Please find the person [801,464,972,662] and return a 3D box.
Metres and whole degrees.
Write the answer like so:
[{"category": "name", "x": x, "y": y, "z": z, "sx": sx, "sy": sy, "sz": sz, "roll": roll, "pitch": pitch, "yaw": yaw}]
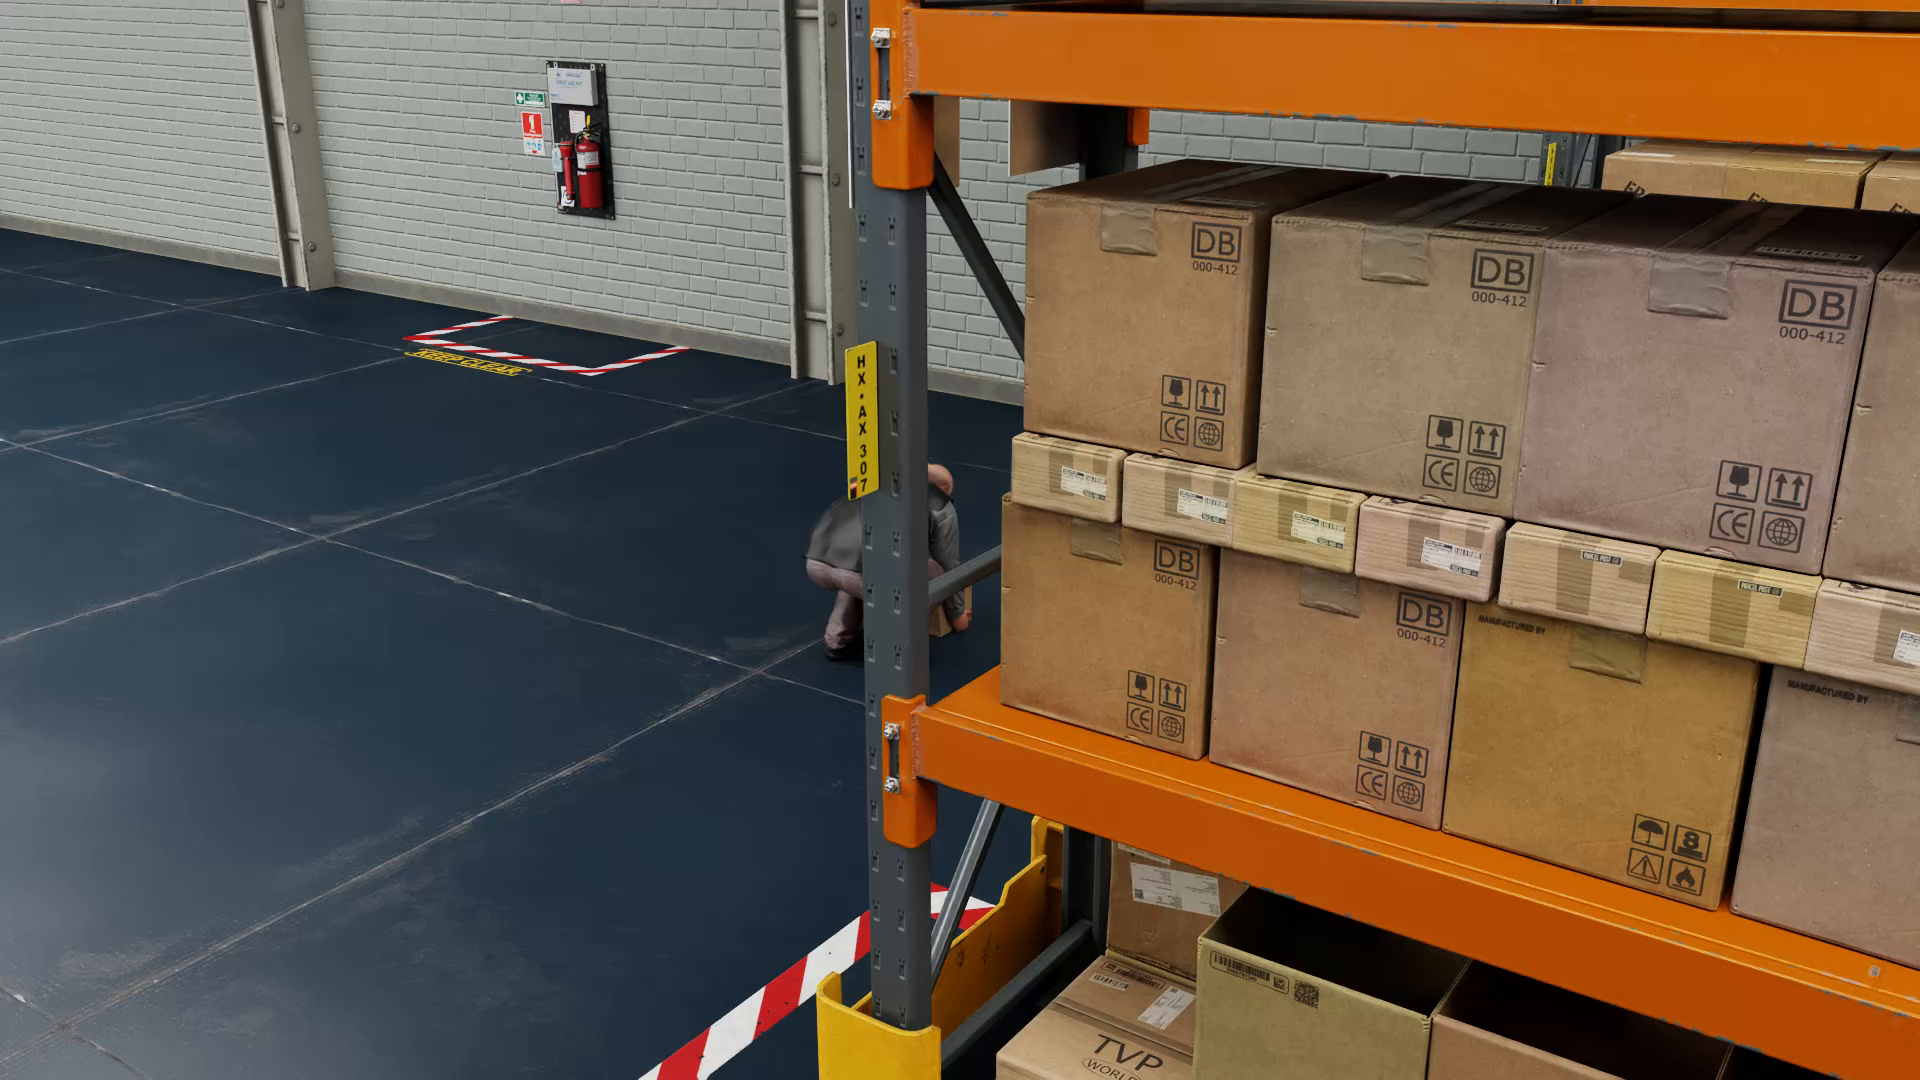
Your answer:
[{"category": "person", "x": -0.295, "y": 0.109, "z": 7.242, "sx": 0.505, "sy": 0.790, "sz": 0.939, "roll": 12, "pitch": 23, "yaw": 31}]
